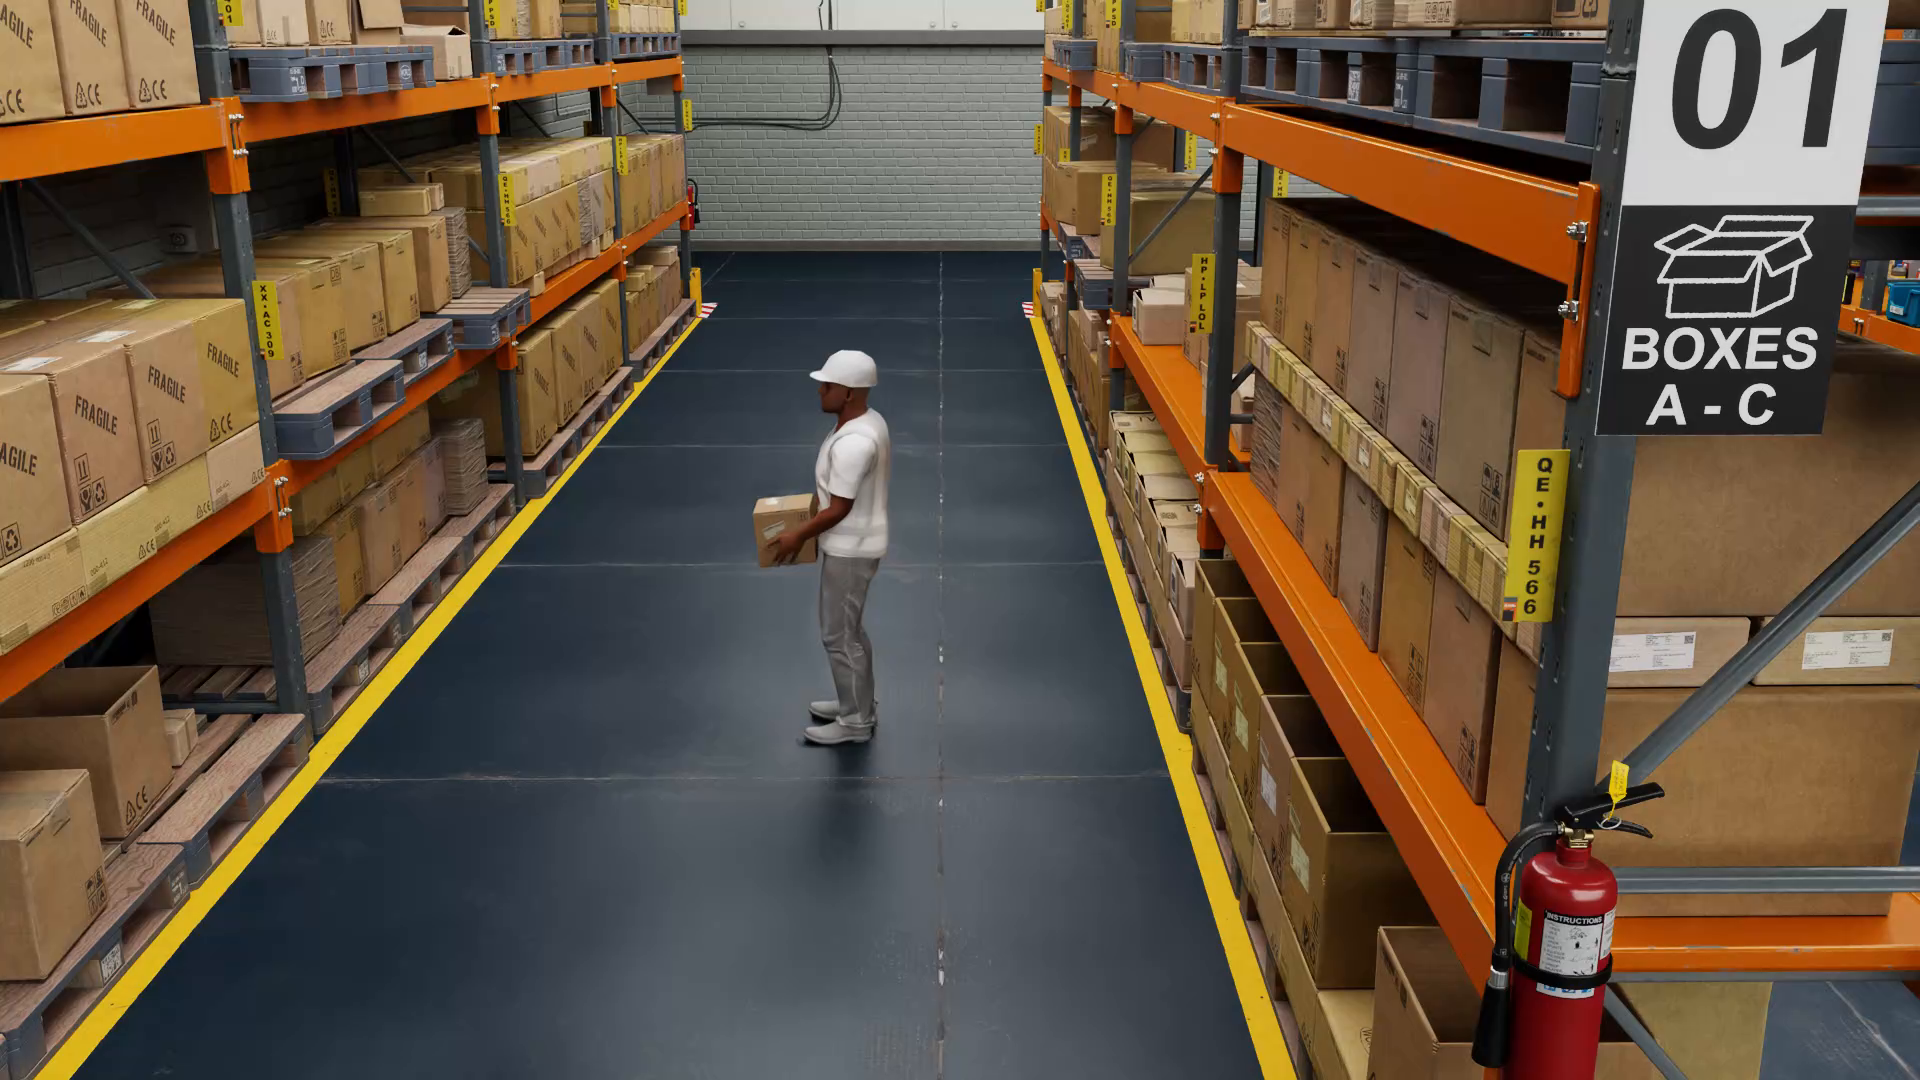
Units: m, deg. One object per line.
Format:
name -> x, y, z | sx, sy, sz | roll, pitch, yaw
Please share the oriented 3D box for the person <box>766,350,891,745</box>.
person -> -0.576, 0.032, 7.395 | 0.541, 1.770, 0.548 | 0, 17, -1
